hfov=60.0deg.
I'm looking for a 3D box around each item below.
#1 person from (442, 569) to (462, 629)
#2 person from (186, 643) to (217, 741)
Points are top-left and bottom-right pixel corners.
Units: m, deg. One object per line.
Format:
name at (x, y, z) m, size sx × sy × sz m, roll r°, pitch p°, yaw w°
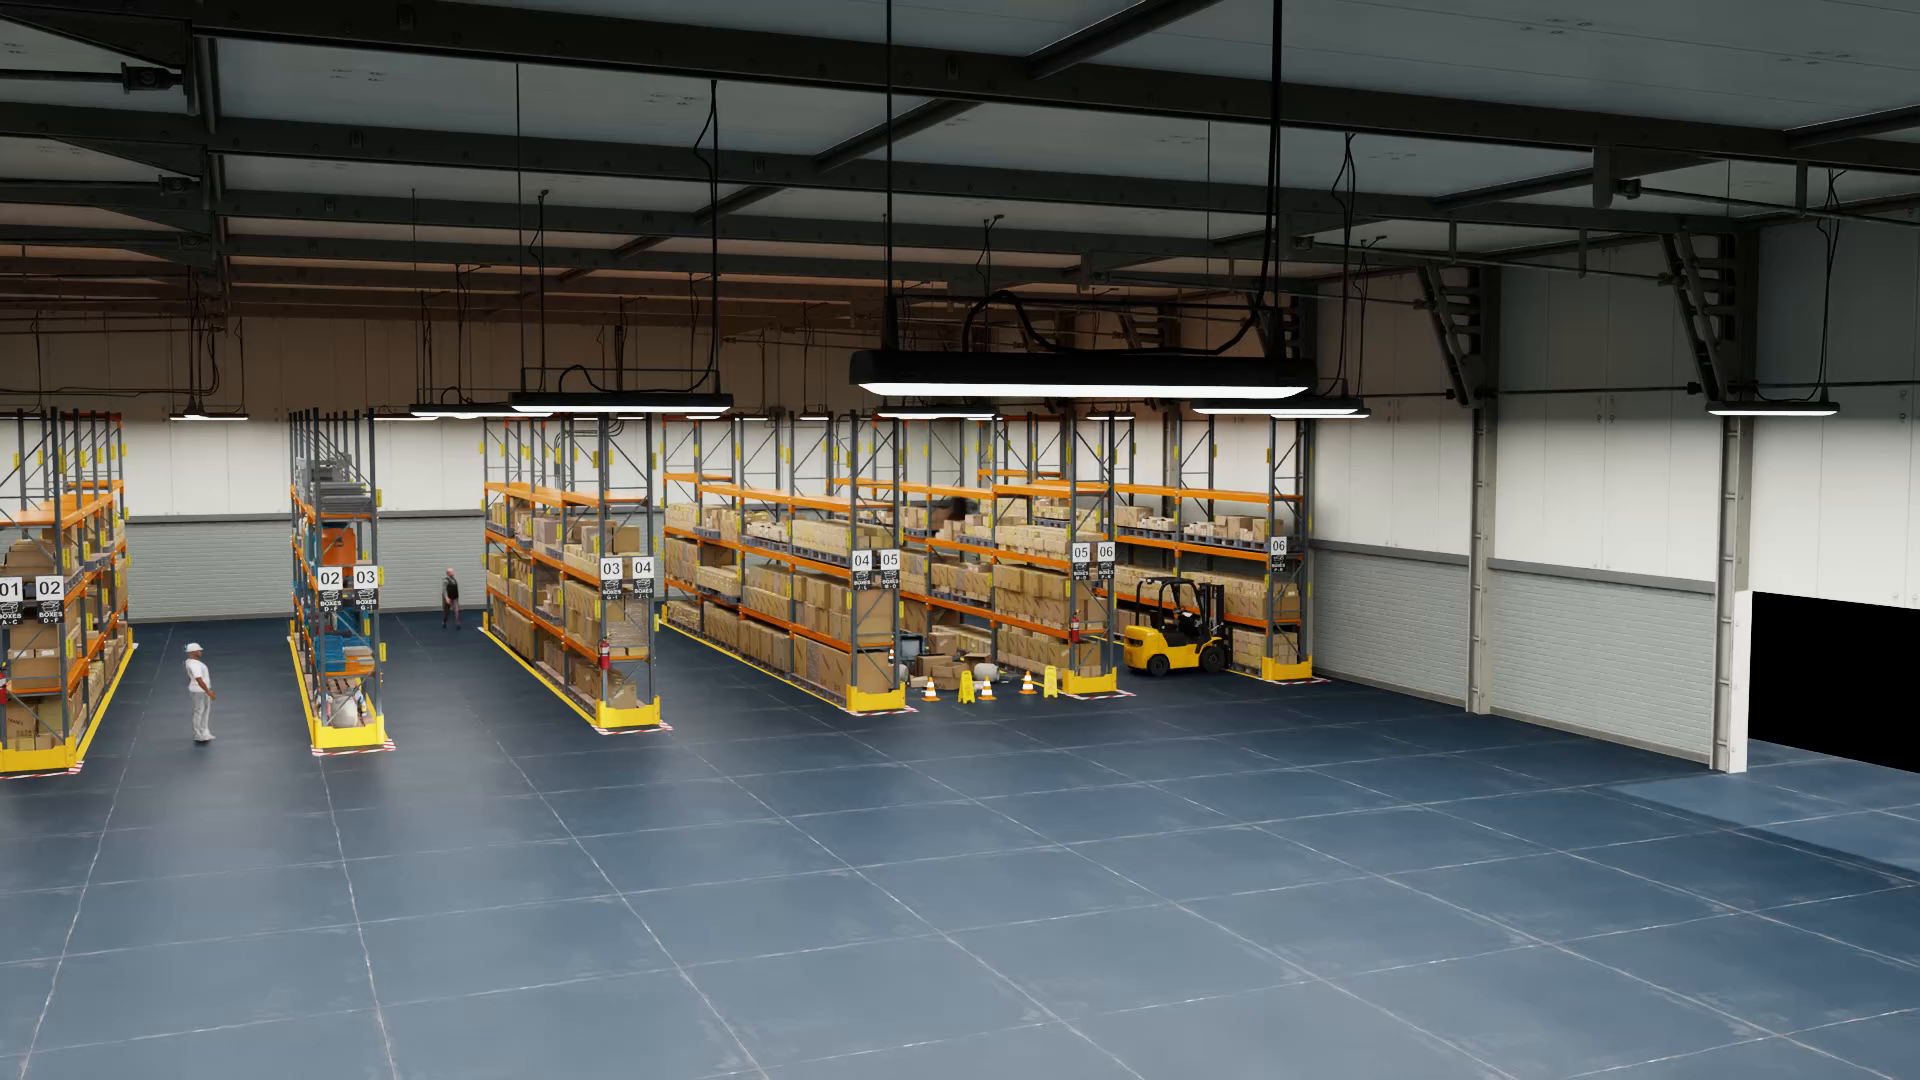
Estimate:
person at (-14.147, 1.637, 46.150) m, size 0.491 × 1.684 × 0.946 m, roll -3°, pitch 5°, yaw -41°
person at (-13.673, 2.752, 30.012) m, size 0.616 × 1.800 × 0.632 m, roll 0°, pitch 4°, yaw -2°
